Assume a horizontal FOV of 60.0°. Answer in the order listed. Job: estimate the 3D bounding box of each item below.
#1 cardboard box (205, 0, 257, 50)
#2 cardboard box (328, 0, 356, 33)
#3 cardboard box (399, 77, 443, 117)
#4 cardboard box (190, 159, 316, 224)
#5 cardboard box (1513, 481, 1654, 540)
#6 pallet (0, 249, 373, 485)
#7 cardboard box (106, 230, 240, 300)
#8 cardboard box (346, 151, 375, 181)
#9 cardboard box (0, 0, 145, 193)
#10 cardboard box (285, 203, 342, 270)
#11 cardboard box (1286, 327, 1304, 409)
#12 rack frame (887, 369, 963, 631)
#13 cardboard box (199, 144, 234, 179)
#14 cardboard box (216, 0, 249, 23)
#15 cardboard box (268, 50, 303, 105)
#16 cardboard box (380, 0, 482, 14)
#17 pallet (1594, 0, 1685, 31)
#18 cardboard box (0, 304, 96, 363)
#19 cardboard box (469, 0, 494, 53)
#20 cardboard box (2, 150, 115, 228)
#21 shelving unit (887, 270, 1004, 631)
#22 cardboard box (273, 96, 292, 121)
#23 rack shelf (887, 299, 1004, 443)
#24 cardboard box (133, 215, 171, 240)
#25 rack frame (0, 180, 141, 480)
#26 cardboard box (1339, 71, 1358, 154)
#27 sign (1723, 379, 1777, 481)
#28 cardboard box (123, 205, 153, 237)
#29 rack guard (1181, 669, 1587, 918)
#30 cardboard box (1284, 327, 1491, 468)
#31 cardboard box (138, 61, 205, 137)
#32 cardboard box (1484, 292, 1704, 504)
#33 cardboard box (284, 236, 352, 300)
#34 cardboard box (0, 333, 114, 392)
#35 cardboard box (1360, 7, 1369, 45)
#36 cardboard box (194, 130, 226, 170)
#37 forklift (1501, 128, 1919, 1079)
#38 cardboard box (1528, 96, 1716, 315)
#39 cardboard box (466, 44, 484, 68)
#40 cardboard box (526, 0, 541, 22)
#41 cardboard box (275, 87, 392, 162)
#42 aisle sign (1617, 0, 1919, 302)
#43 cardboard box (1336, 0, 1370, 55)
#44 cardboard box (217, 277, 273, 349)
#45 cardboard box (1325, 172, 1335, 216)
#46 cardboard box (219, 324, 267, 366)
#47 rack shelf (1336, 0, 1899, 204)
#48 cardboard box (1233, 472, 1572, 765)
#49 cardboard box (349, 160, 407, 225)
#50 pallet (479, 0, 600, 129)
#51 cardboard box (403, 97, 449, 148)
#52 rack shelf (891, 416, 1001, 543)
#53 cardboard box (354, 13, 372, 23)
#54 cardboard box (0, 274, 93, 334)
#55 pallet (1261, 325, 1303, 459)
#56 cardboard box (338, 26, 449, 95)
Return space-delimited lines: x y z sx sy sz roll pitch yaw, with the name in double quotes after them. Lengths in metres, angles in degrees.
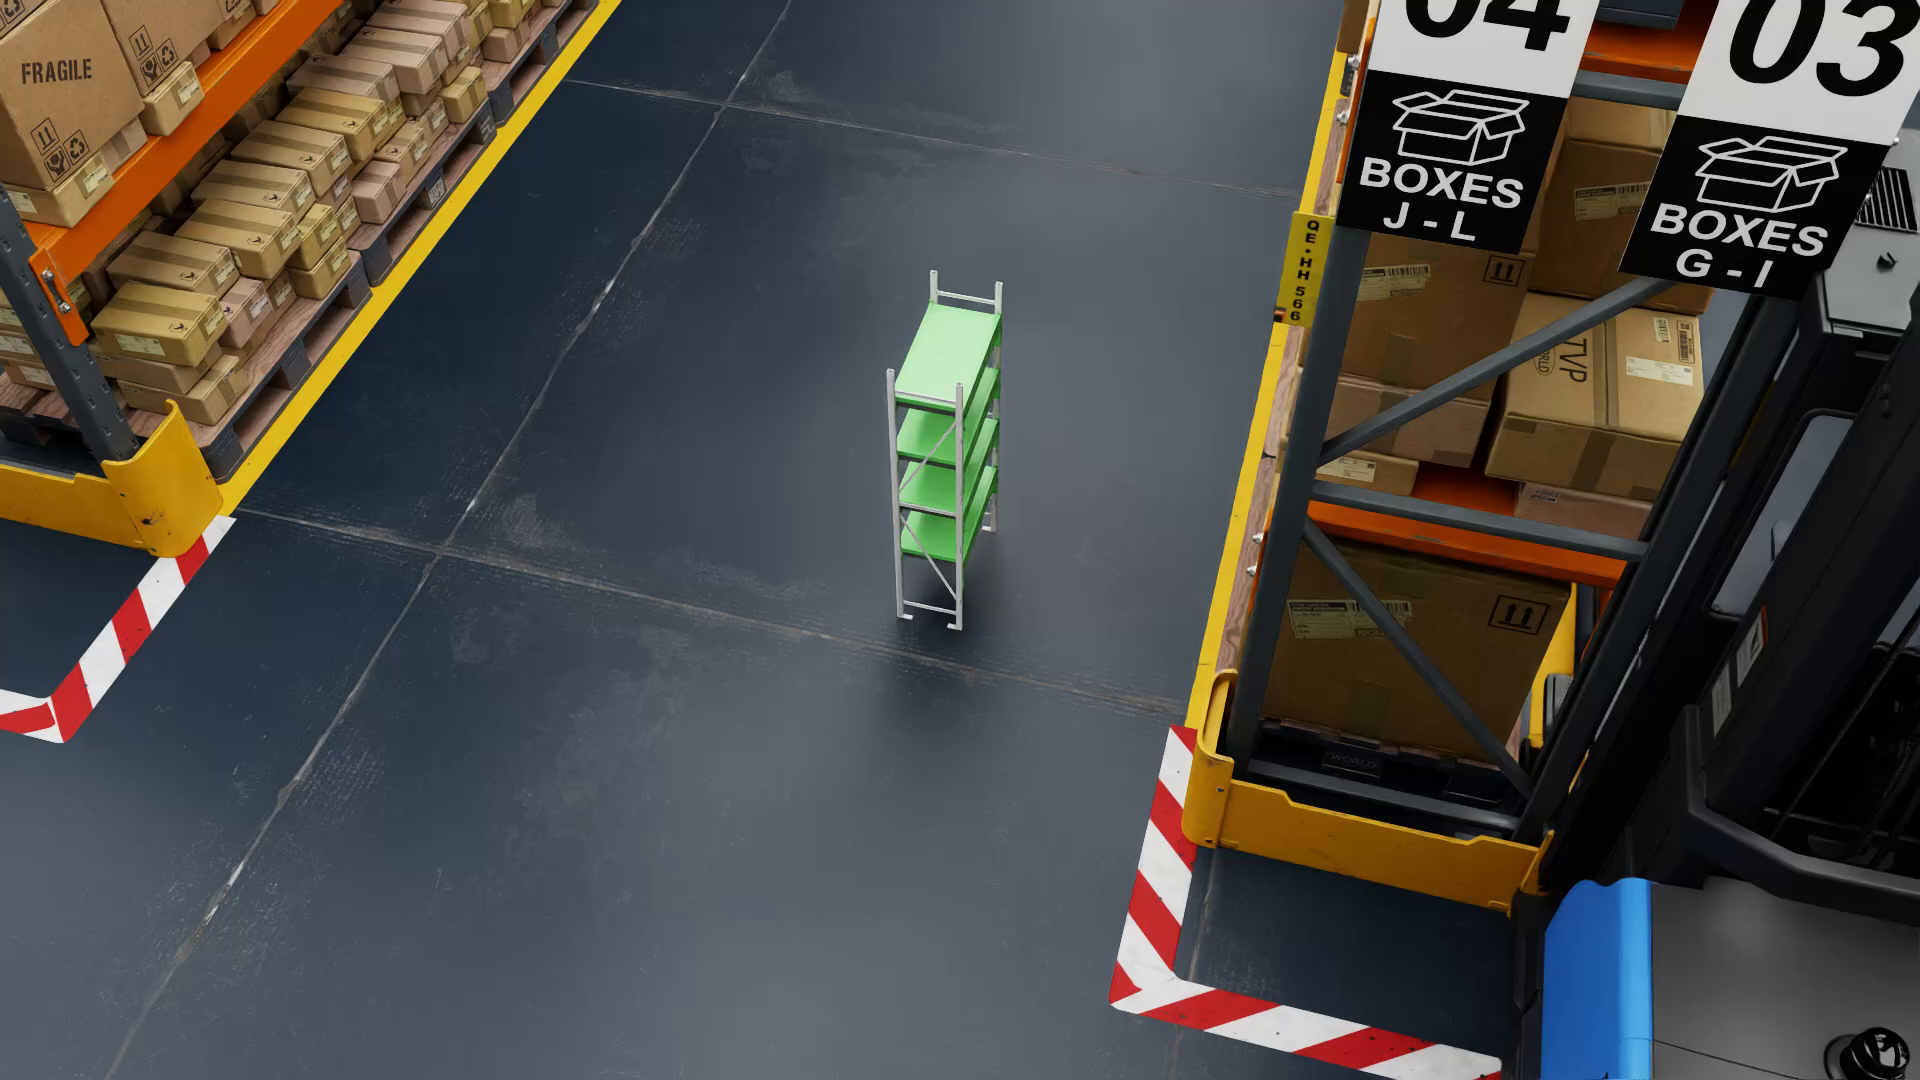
-2.855 -1.966 6.152 0.380 0.149 0.250 11 50 10 "cardboard box"
-3.016 -2.434 7.622 0.380 0.149 0.250 13 50 11 "cardboard box"
-2.572 -2.059 7.489 0.380 0.149 0.250 9 49 8 "cardboard box"
-2.840 -1.378 6.690 0.380 0.149 0.250 9 49 8 "cardboard box"
1.733 -0.154 4.553 0.380 0.149 0.250 12 50 10 "cardboard box"
-3.169 -0.810 6.825 1.003 0.211 1.213 12 50 10 "pallet"
-3.015 -1.025 6.379 0.380 0.149 0.250 12 50 11 "cardboard box"
-2.764 -1.681 7.156 0.380 0.149 0.250 14 50 12 "cardboard box"
-3.052 -1.499 5.308 0.500 0.500 0.500 14 50 12 "cardboard box"
-2.774 -1.266 6.789 0.380 0.149 0.250 13 50 11 "cardboard box"
1.164 -0.474 4.835 0.380 0.149 0.250 12 50 10 "cardboard box"
-0.108 -0.101 5.539 0.240 1.200 0.015 12 50 10 "rack frame"
-3.315 -1.583 7.069 0.380 0.149 0.250 12 50 11 "cardboard box"
-2.795 -2.243 5.964 0.500 0.500 0.500 12 50 11 "cardboard box"
-3.111 -2.050 7.283 0.380 0.149 0.250 12 50 10 "cardboard box"
-2.458 -2.528 7.705 0.380 0.149 0.250 13 50 11 "cardboard box"
1.507 -1.548 3.674 1.003 0.211 1.213 12 50 10 "pallet"
-3.574 -0.830 6.405 0.380 0.149 0.250 10 49 9 "cardboard box"
-2.434 -2.437 7.823 0.380 0.149 0.250 12 50 10 "cardboard box"
-3.036 -1.184 5.462 0.380 0.149 0.250 11 50 10 "cardboard box"
-0.044 -0.277 5.694 0.258 1.200 0.503 12 50 10 "shelving unit"
-3.184 -1.969 7.411 0.380 0.149 0.250 12 50 10 "cardboard box"
-0.044 -0.553 5.383 0.258 0.148 0.480 12 50 10 "rack shelf"
-3.438 -1.206 6.737 0.380 0.149 0.250 10 49 8 "cardboard box"
-3.437 -1.098 5.218 1.000 3.000 0.127 12 50 10 "rack frame"
1.461 -1.232 5.239 0.500 0.250 0.500 10 49 9 "cardboard box"
1.855 -0.245 3.835 0.100 0.325 0.005 12 50 10 "sign"
-3.475 -1.306 6.626 0.380 0.149 0.250 11 49 9 "cardboard box"
1.315 0.799 5.212 1.175 0.500 0.348 12 50 10 "rack guard"
1.193 -0.497 4.590 0.500 0.250 0.500 11 49 9 "cardboard box"
-2.886 -1.560 5.794 0.380 0.149 0.250 10 49 9 "cardboard box"
1.708 -0.388 4.494 0.500 0.250 0.500 10 49 9 "cardboard box"
-2.769 -1.159 6.893 0.380 0.149 0.250 12 50 10 "cardboard box"
-3.500 -0.715 6.502 0.380 0.149 0.250 12 50 11 "cardboard box"
1.635 -1.770 5.979 0.380 0.149 0.250 12 50 10 "cardboard box"
-3.329 -1.686 6.962 0.380 0.149 0.250 13 50 11 "cardboard box"
2.310 0.142 4.169 1.130 2.935 3.031 11 50 10 "forklift"
1.840 -0.998 4.532 0.500 0.500 0.500 10 49 9 "cardboard box"
-2.502 -2.294 7.895 0.380 0.149 0.250 10 49 9 "cardboard box"
-2.308 -2.664 8.222 0.380 0.149 0.250 13 50 11 "cardboard box"
-2.644 -1.758 7.025 0.380 0.149 0.250 12 50 11 "cardboard box"
1.592 -0.795 3.217 0.394 0.787 0.004 12 50 10 "aisle sign"
2.523 -2.842 7.894 1.225 0.875 0.875 12 50 10 "cardboard box"
-2.925 -0.907 6.473 0.380 0.149 0.250 11 50 10 "cardboard box"
1.365 -1.024 5.321 0.380 0.149 0.250 11 49 9 "cardboard box"
-3.001 -0.814 6.590 0.380 0.149 0.250 11 50 10 "cardboard box"
1.848 -2.247 4.712 1.077 0.370 4.000 12 50 10 "rack shelf"
1.413 0.040 5.351 0.875 0.875 0.875 12 50 10 "cardboard box"
-2.644 -1.525 7.217 0.380 0.149 0.250 9 49 8 "cardboard box"
-2.527 -2.575 8.382 1.003 0.211 1.213 12 50 10 "pallet"
-2.565 -1.912 7.558 0.380 0.149 0.250 12 50 11 "cardboard box"
-0.044 -0.235 5.742 0.258 0.148 0.480 12 50 10 "rack shelf"
-2.872 -2.507 7.885 0.380 0.149 0.250 9 49 8 "cardboard box"
-3.542 -0.923 6.289 0.380 0.149 0.250 12 50 10 "cardboard box"
1.779 -0.596 6.636 1.003 0.211 1.213 12 50 10 "pallet"
-2.499 -2.117 7.342 0.380 0.149 0.250 10 49 9 "cardboard box"
